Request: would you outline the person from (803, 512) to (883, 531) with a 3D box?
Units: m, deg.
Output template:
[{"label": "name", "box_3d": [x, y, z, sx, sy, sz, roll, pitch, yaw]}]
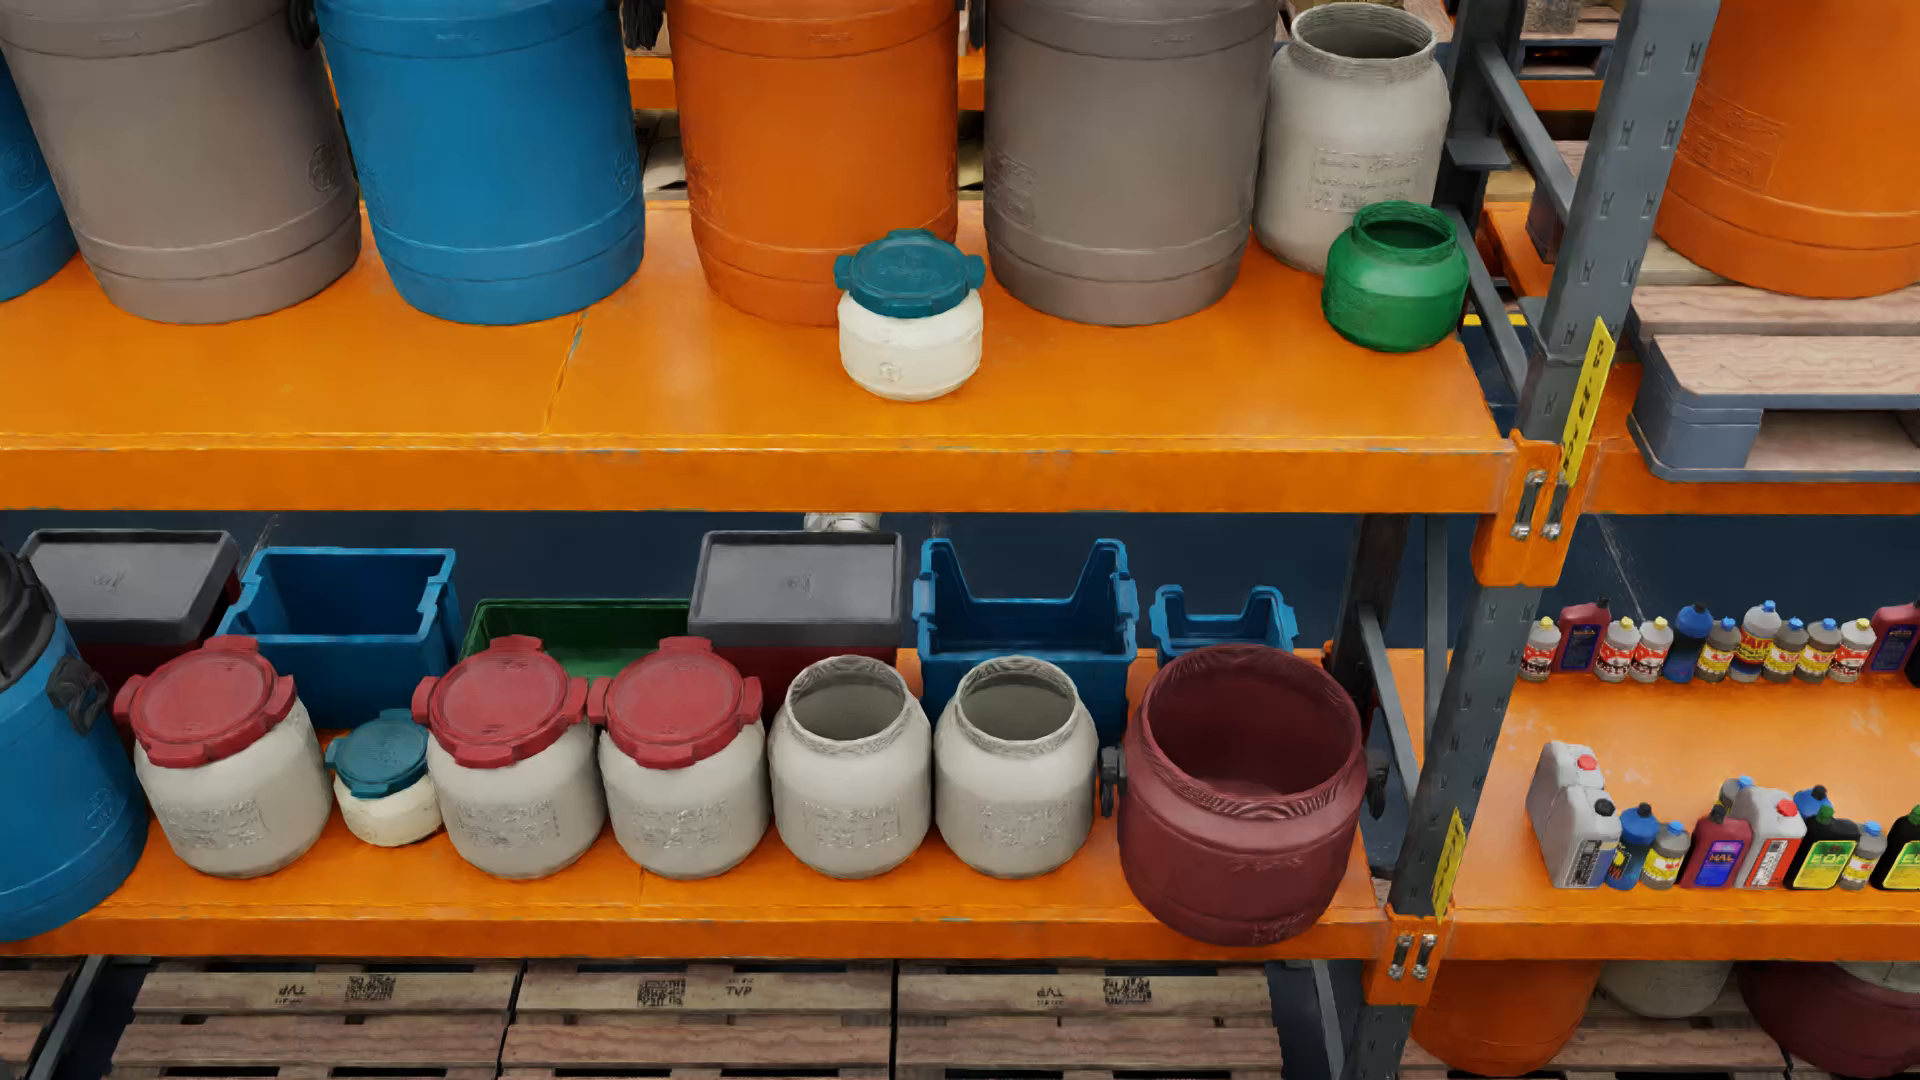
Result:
[{"label": "person", "box_3d": [-0.447, 0.266, 5.879, 0.441, 1.562, 0.584, -6, 41, -7]}]
